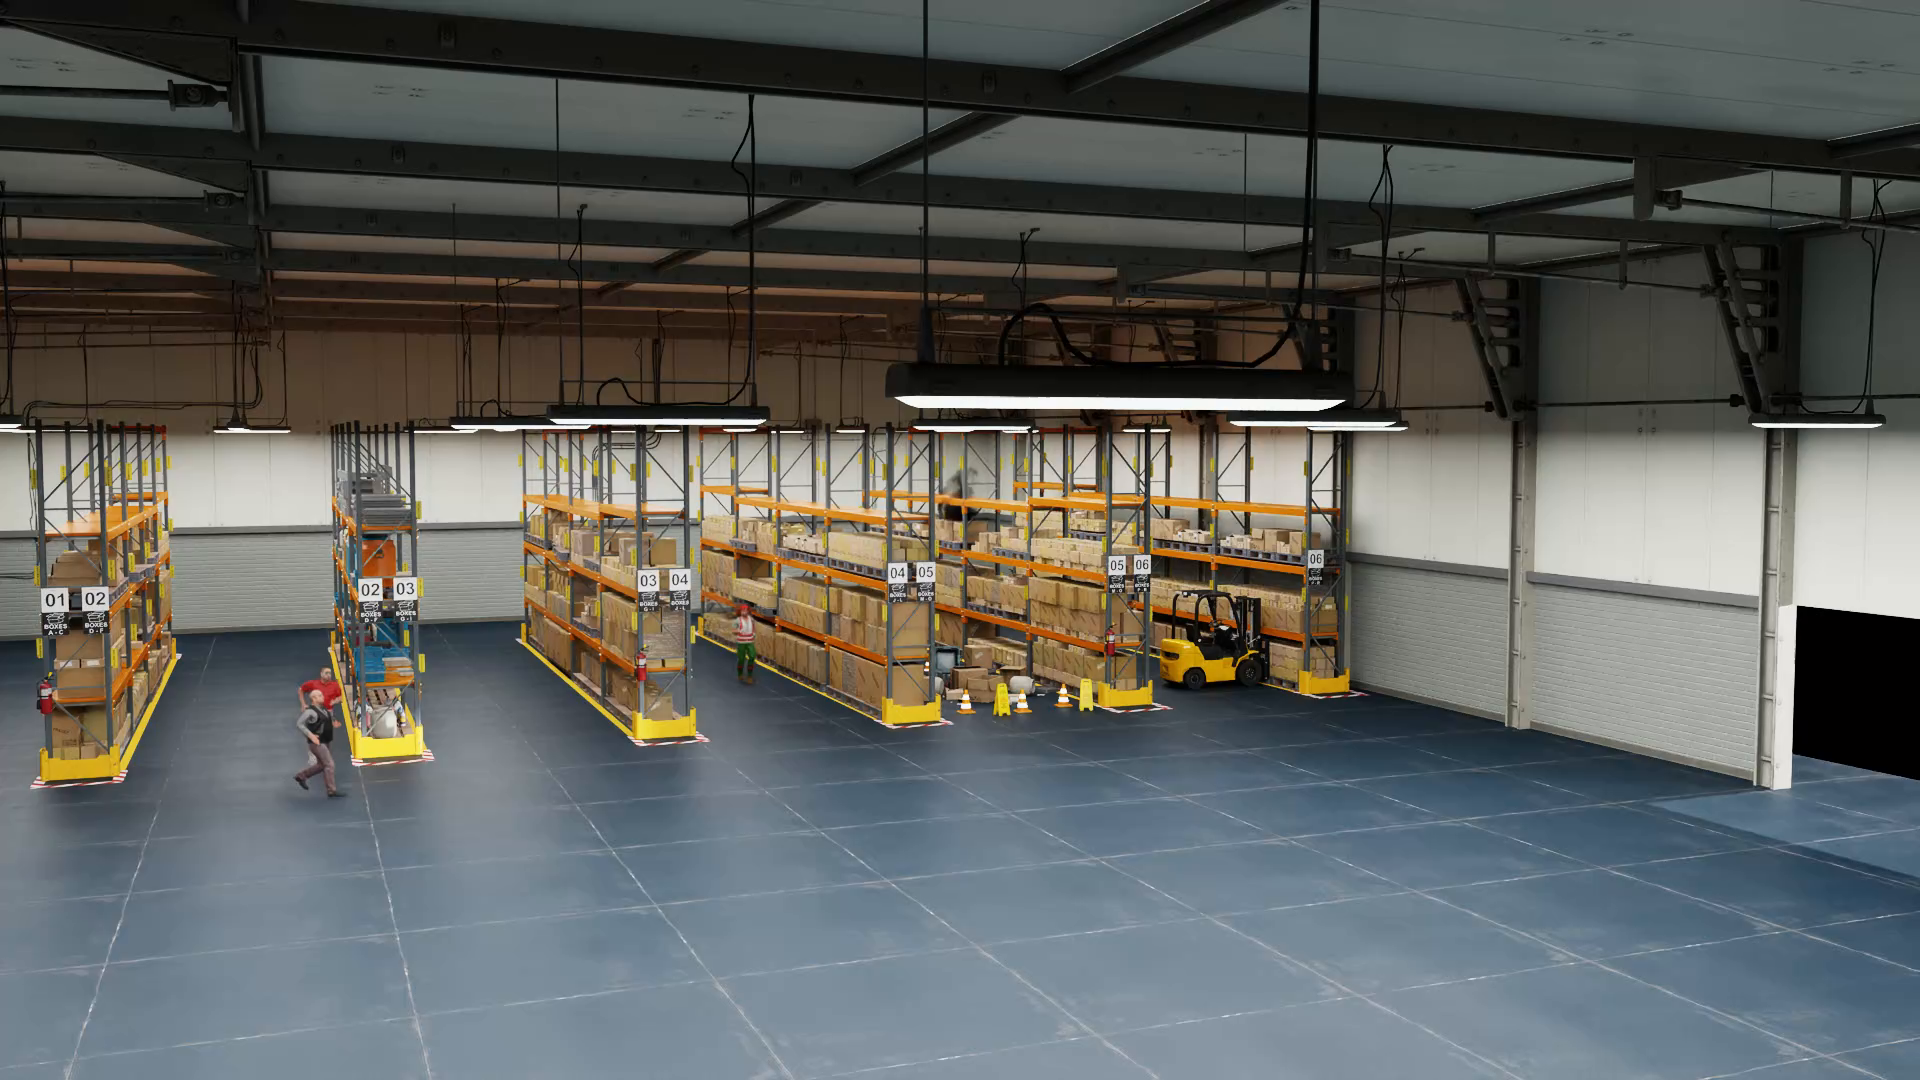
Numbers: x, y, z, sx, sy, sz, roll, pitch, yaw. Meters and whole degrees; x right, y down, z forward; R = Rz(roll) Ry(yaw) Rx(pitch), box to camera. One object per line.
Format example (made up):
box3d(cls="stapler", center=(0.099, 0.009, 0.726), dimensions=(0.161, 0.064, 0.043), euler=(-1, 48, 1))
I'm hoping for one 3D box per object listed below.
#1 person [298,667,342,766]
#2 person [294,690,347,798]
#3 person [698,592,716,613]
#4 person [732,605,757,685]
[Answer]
box3d(cls="person", center=(-11.098, 3.062, 28.898), dimensions=(0.692, 1.731, 0.915), euler=(-3, 5, -40))
box3d(cls="person", center=(-10.150, 3.218, 26.313), dimensions=(0.919, 1.699, 0.667), euler=(0, 4, 5))
box3d(cls="person", center=(-7.487, 1.796, 49.362), dimensions=(0.558, 1.694, 0.681), euler=(0, 4, -7))
box3d(cls="person", center=(-4.974, 2.416, 38.526), dimensions=(0.632, 1.836, 0.736), euler=(-2, 4, -23))
